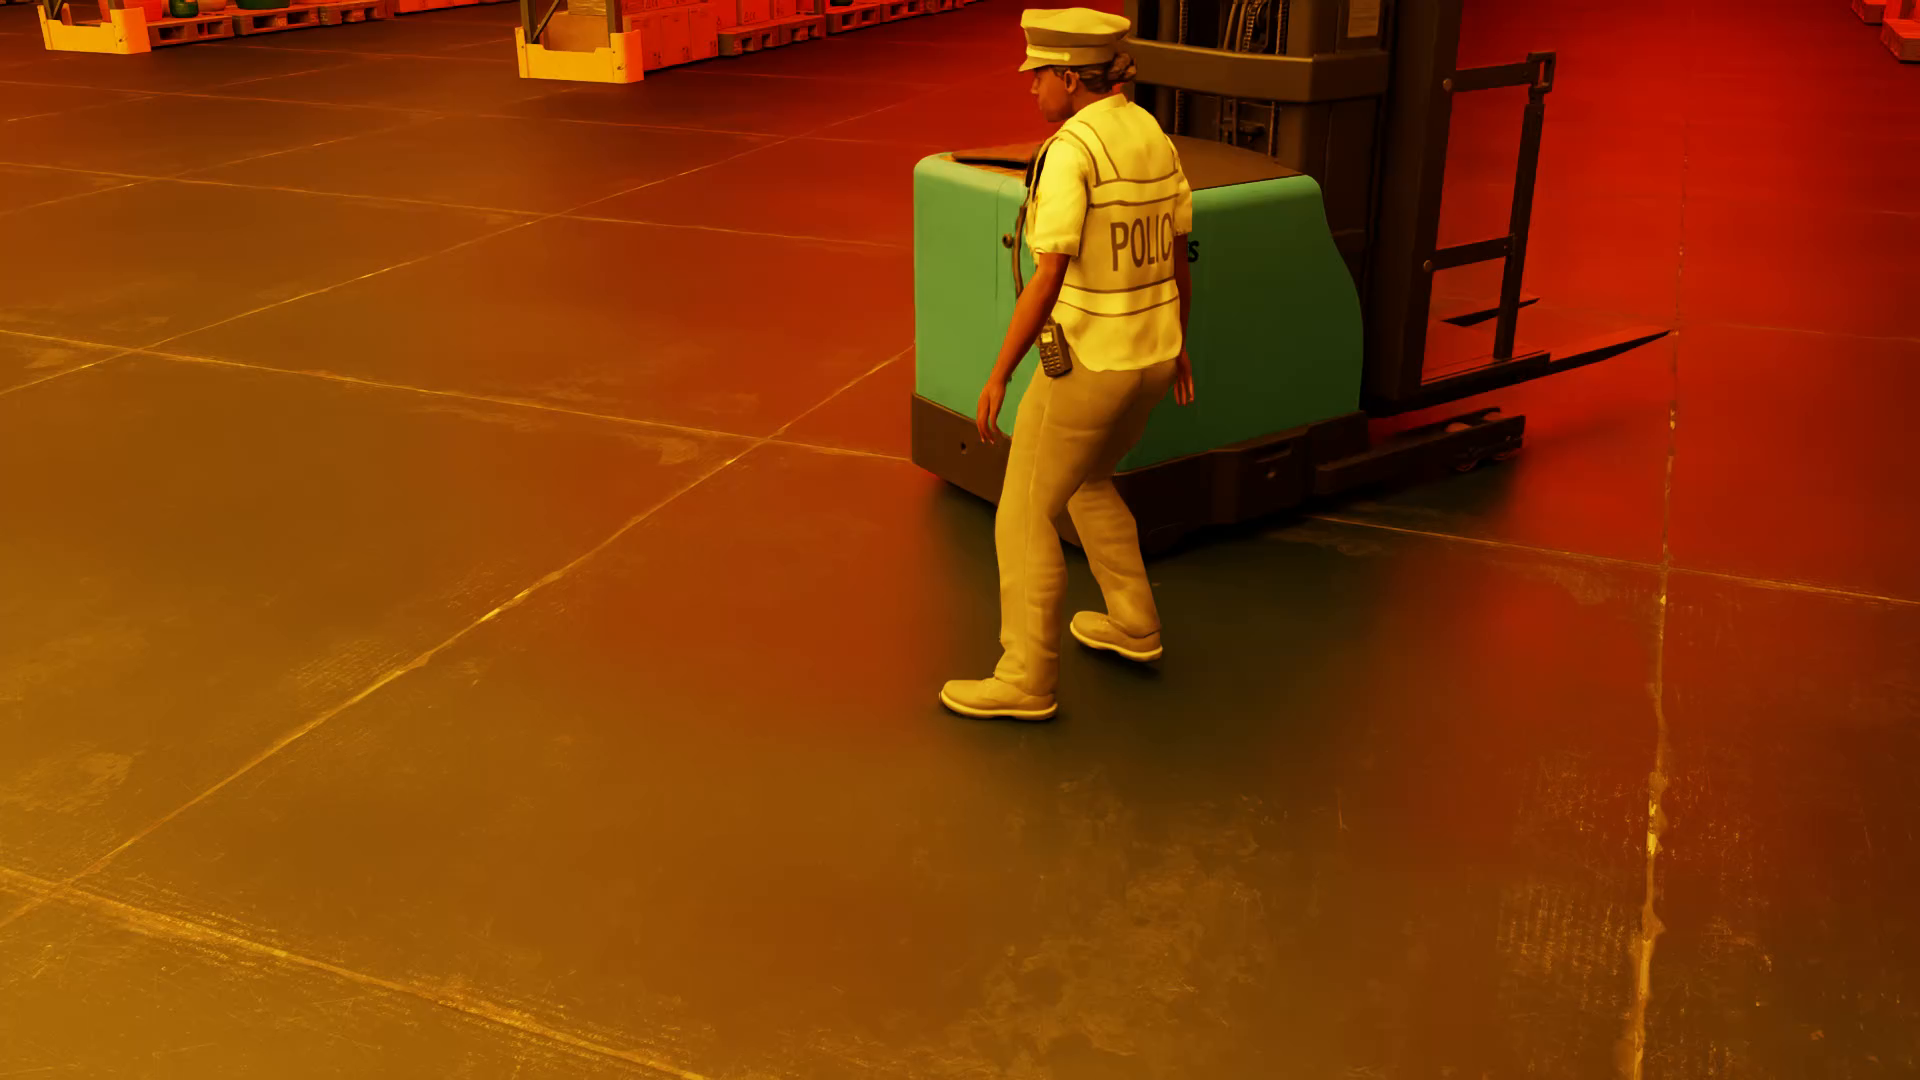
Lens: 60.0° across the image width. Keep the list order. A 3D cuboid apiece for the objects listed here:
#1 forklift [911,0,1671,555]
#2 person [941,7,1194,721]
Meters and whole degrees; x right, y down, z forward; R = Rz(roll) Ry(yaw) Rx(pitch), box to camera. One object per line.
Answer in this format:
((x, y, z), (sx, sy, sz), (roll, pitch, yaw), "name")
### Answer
((1.338, -1.735, 5.444), (3.031, 2.935, 1.130), (-15, 27, -32), "forklift")
((0.297, -0.409, 3.961), (0.391, 1.632, 0.727), (17, 28, 35), "person")
